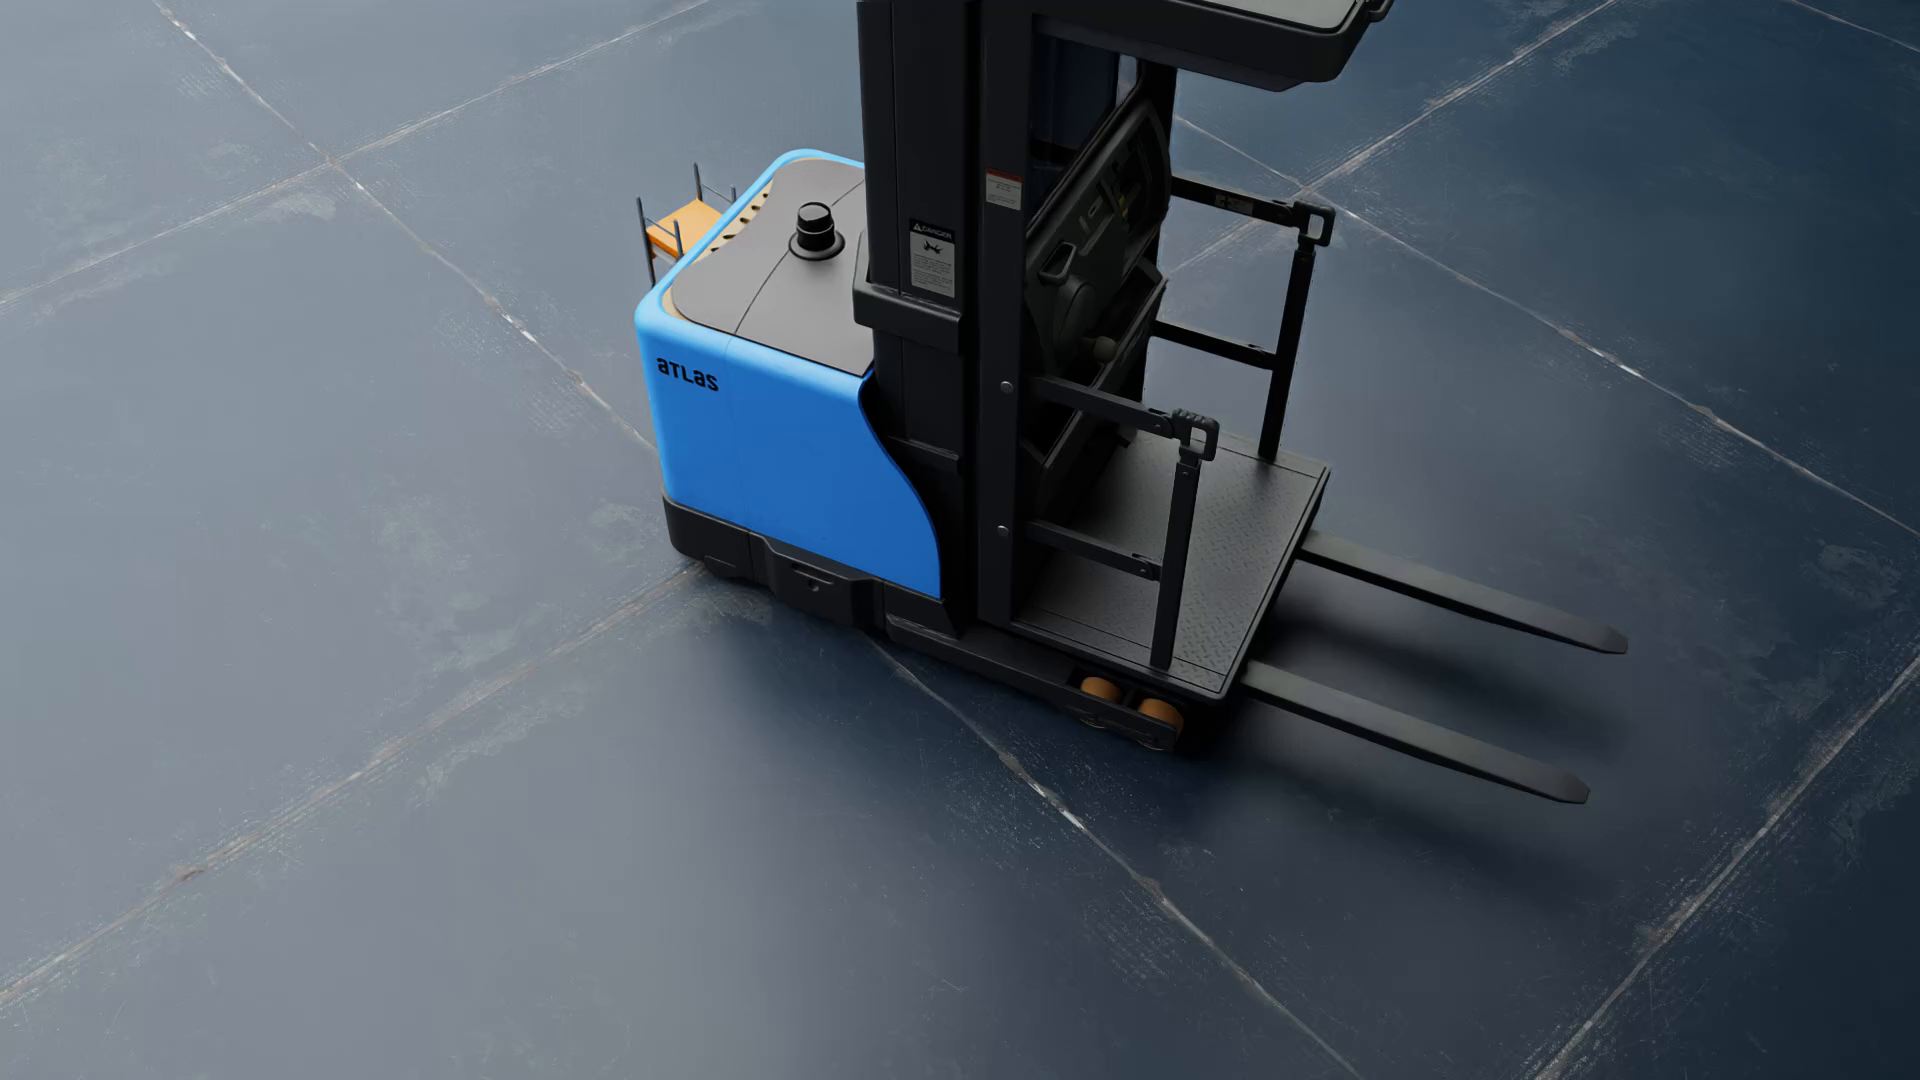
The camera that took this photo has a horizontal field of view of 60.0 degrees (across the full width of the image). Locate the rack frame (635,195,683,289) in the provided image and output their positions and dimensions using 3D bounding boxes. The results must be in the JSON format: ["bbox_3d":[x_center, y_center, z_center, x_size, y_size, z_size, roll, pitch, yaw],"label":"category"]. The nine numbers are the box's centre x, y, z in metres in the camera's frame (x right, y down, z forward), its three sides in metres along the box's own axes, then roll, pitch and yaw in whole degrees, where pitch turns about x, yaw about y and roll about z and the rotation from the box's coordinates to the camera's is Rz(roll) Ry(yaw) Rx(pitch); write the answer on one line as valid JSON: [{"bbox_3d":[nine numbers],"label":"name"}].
[{"bbox_3d":[-0.965,-0.702,5.683,0.200,1.050,0.008,34,56,27],"label":"rack frame"}]

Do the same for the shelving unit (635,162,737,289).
[{"bbox_3d":[-0.883,-0.769,5.744,0.215,1.050,0.252,34,56,27],"label":"shelving unit"}]

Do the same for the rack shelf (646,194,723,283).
[{"bbox_3d":[-0.884,-0.953,5.542,0.215,0.259,0.240,34,56,27],"label":"rack shelf"}]

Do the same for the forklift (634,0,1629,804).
[{"bbox_3d":[0.568,-0.793,4.487,3.031,2.935,1.130,19,50,17],"label":"forklift"}]

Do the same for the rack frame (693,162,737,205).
[{"bbox_3d":[-0.800,-0.835,5.804,0.200,1.050,0.008,34,56,27],"label":"rack frame"}]
